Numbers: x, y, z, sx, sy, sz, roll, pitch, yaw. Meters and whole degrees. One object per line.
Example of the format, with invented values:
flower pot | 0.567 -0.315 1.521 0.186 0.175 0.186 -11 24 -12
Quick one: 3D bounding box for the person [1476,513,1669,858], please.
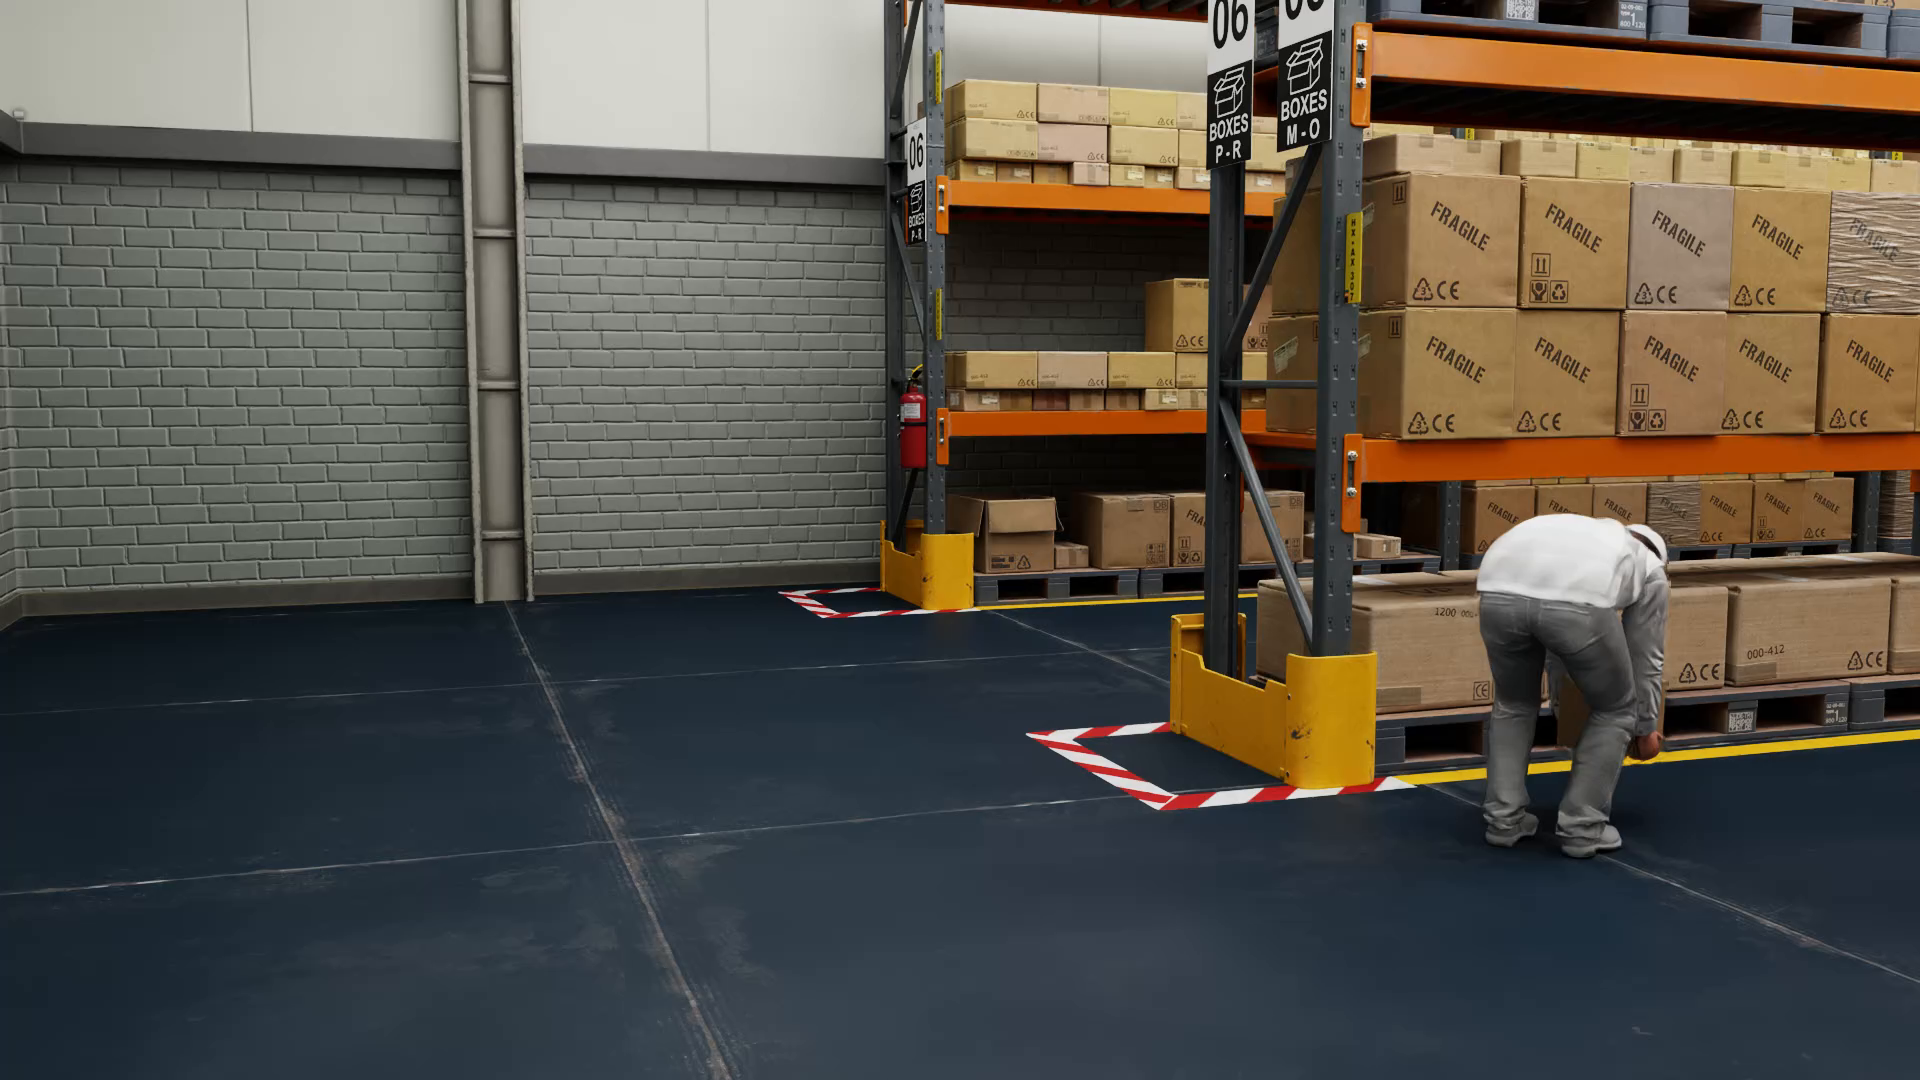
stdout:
person | 2.098 0.446 5.608 0.467 1.100 1.013 5 8 42
